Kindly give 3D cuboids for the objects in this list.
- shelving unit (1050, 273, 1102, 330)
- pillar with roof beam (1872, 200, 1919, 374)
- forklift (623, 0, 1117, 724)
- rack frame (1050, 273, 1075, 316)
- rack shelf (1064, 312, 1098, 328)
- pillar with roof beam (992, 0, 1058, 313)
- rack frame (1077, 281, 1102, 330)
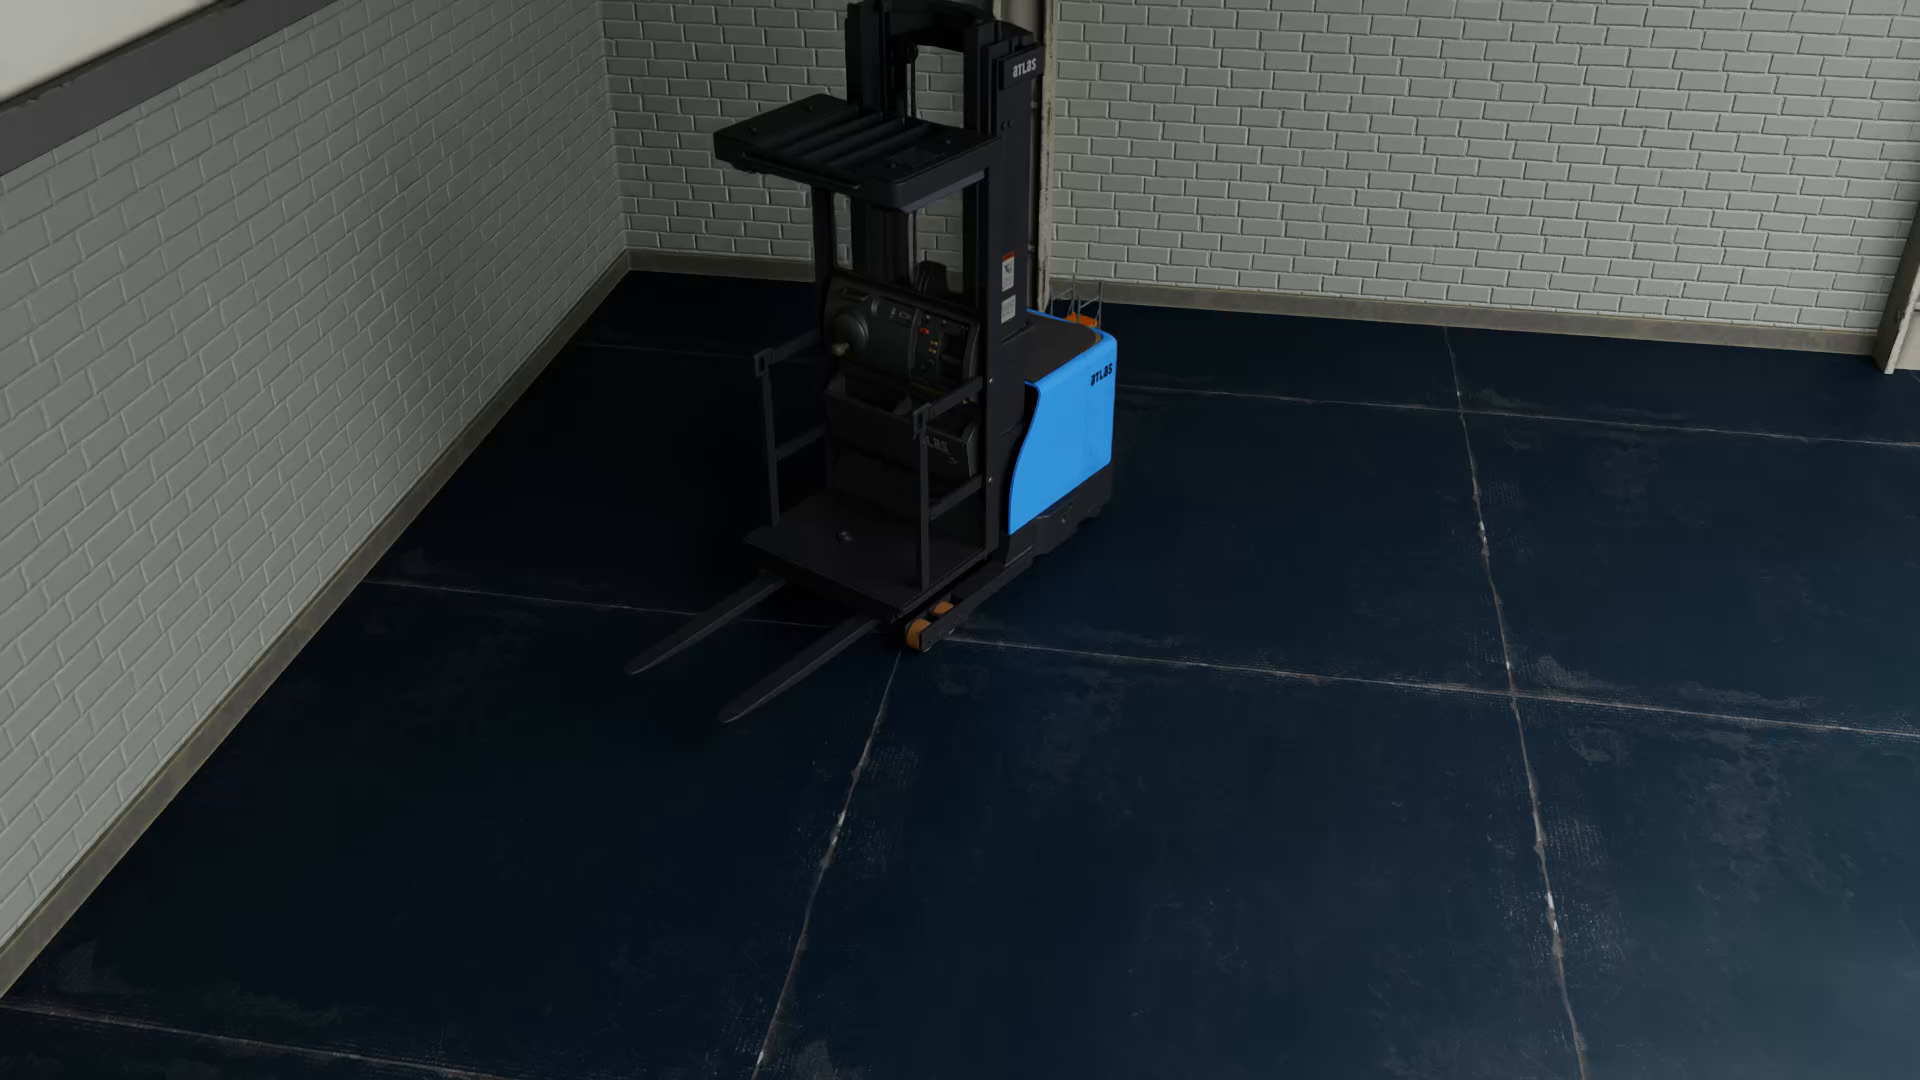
[{"bbox_3d":[0.649,-0.919,9.587,0.189,1.200,0.258,22,38,31],"label":"shelving unit"},{"bbox_3d":[5.617,-2.731,5.131,0.400,9.000,9.100,5,32,8],"label":"pillar with roof beam"},{"bbox_3d":[-0.419,-0.975,8.044,1.130,2.935,3.031,22,38,31],"label":"forklift"},{"bbox_3d":[0.576,-0.948,9.633,0.006,1.200,0.240,22,38,31],"label":"rack frame"},{"bbox_3d":[0.650,-1.187,9.420,0.180,0.103,0.258,22,38,31],"label":"rack shelf"},{"bbox_3d":[-0.298,-3.266,5.987,0.400,9.000,9.100,5,32,8],"label":"pillar with roof beam"},{"bbox_3d":[0.722,-0.890,9.540,0.006,1.200,0.240,22,38,31],"label":"rack frame"}]
